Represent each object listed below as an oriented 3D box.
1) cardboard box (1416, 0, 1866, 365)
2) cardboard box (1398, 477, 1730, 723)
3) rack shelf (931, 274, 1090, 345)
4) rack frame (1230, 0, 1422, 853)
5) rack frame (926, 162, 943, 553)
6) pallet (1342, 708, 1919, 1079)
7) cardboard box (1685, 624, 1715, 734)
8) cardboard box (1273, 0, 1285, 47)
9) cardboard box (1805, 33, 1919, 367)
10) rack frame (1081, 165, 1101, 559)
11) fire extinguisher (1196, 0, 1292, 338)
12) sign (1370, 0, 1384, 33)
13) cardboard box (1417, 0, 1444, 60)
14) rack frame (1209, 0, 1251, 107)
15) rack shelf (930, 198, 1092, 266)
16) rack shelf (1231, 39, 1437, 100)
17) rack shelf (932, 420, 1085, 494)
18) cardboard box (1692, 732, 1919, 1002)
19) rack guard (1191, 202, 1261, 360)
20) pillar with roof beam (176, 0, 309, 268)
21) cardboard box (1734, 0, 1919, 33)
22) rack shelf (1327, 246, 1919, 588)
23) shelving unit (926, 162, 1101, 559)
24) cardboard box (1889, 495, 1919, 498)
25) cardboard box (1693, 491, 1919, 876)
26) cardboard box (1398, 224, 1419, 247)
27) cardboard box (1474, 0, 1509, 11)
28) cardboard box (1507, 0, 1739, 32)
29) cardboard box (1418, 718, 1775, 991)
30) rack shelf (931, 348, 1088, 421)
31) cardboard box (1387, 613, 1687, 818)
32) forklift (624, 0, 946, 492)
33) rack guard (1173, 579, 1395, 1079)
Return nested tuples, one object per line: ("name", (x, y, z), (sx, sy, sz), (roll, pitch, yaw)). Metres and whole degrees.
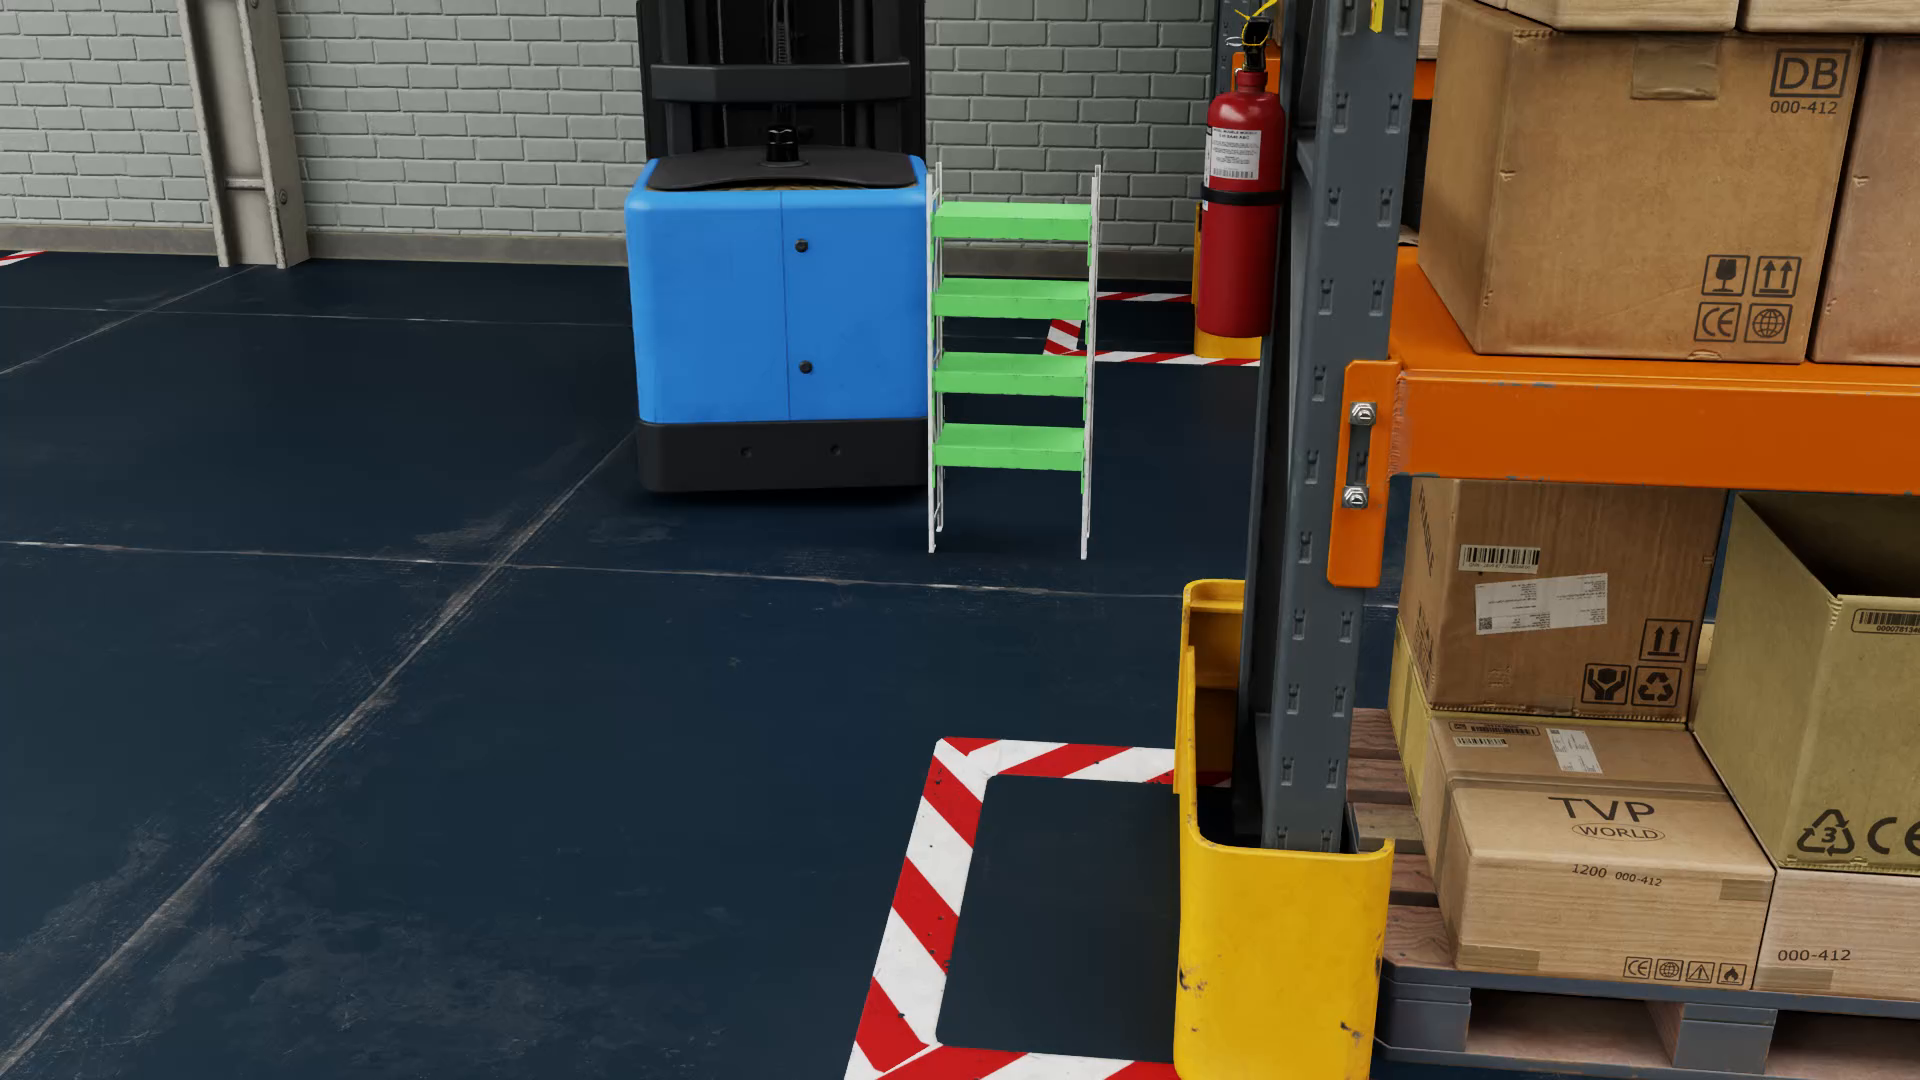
("cardboard box", (1.108, -0.642, 2.847), (0.500, 0.500, 0.700), (3, 22, 6))
("cardboard box", (1.214, 0.029, 3.435), (0.500, 0.500, 0.500), (2, 22, 6))
("rack shelf", (0.164, -0.715, 5.136), (0.480, 0.148, 0.258), (2, 22, 6))
("rack frame", (0.646, -0.620, 2.929), (0.127, 3.000, 1.000), (2, 22, 6))
("rack frame", (-0.078, -0.561, 5.228), (0.015, 1.200, 0.240), (2, 22, 6))
("pallet", (1.410, 0.694, 3.396), (1.213, 0.211, 1.003), (2, 22, 6))
("cardboard box", (1.711, 0.396, 3.527), (0.500, 0.250, 0.500), (2, 22, 6))
("cardboard box", (1.712, -2.419, 7.656), (0.500, 0.250, 0.500), (3, 22, 7))
("cardboard box", (1.630, -0.621, 2.794), (0.500, 0.500, 0.700), (3, 22, 8))
("rack frame", (0.407, -0.540, 5.174), (0.015, 1.200, 0.240), (2, 22, 6))
("fire extinguisher", (0.583, -0.759, 3.385), (0.183, 0.674, 0.296), (2, 22, 6))
("sign", (0.575, -0.857, 2.243), (0.005, 0.325, 0.100), (2, 22, 6))
("cardboard box", (2.190, -2.214, 7.137), (0.500, 0.250, 0.500), (2, 22, 5))
("rack frame", (1.225, -2.429, 7.504), (0.127, 3.000, 1.000), (2, 22, 6))
("rack shelf", (0.164, -0.938, 5.048), (0.480, 0.148, 0.258), (2, 22, 6))
("rack shelf", (3.211, -2.008, 7.417), (4.000, 0.370, 1.077), (2, 22, 6))
("rack shelf", (0.164, -0.268, 5.313), (0.480, 0.148, 0.258), (2, 22, 6))
("cardboard box", (1.649, 0.588, 3.041), (0.500, 0.250, 0.500), (2, 22, 6))
("rack guard", (1.301, -1.263, 7.955), (0.348, 0.500, 1.175), (2, 22, 6))
("pillar with roof beam", (-4.443, -4.192, 3.804), (0.400, 9.000, 9.100), (2, 22, 6))
("cardboard box", (1.273, -0.862, 2.523), (0.250, 0.149, 0.380), (2, 22, 5))
("rack shelf", (2.632, -0.199, 2.842), (4.000, 0.370, 1.077), (2, 22, 6))
("shelving unit", (0.164, -0.551, 5.201), (0.503, 1.200, 0.258), (2, 22, 6))
("cardboard box", (2.208, 0.067, 3.339), (0.500, 0.500, 0.500), (2, 22, 6))
("cardboard box", (1.649, 0.240, 2.902), (0.500, 0.500, 0.500), (2, 22, 6))
("cardboard box", (1.902, -1.320, 7.758), (0.500, 0.311, 0.500), (0, 22, 0))
("cardboard box", (1.048, -1.021, 2.925), (0.250, 0.149, 0.380), (2, 22, 5))
("cardboard box", (1.010, -0.873, 2.549), (0.250, 0.149, 0.380), (2, 22, 6))
("cardboard box", (1.152, 0.568, 3.093), (0.500, 0.250, 0.500), (2, 22, 6))
("rack shelf", (0.164, -0.491, 5.225), (0.480, 0.148, 0.258), (2, 22, 6))
("cardboard box", (1.213, 0.379, 3.571), (0.500, 0.250, 0.500), (2, 22, 6))
("forklift", (-0.697, -2.025, 6.575), (1.130, 2.935, 3.031), (-2, 22, -4))
("rack guard", (0.622, 0.541, 3.391), (0.348, 0.500, 1.175), (2, 22, 6))
